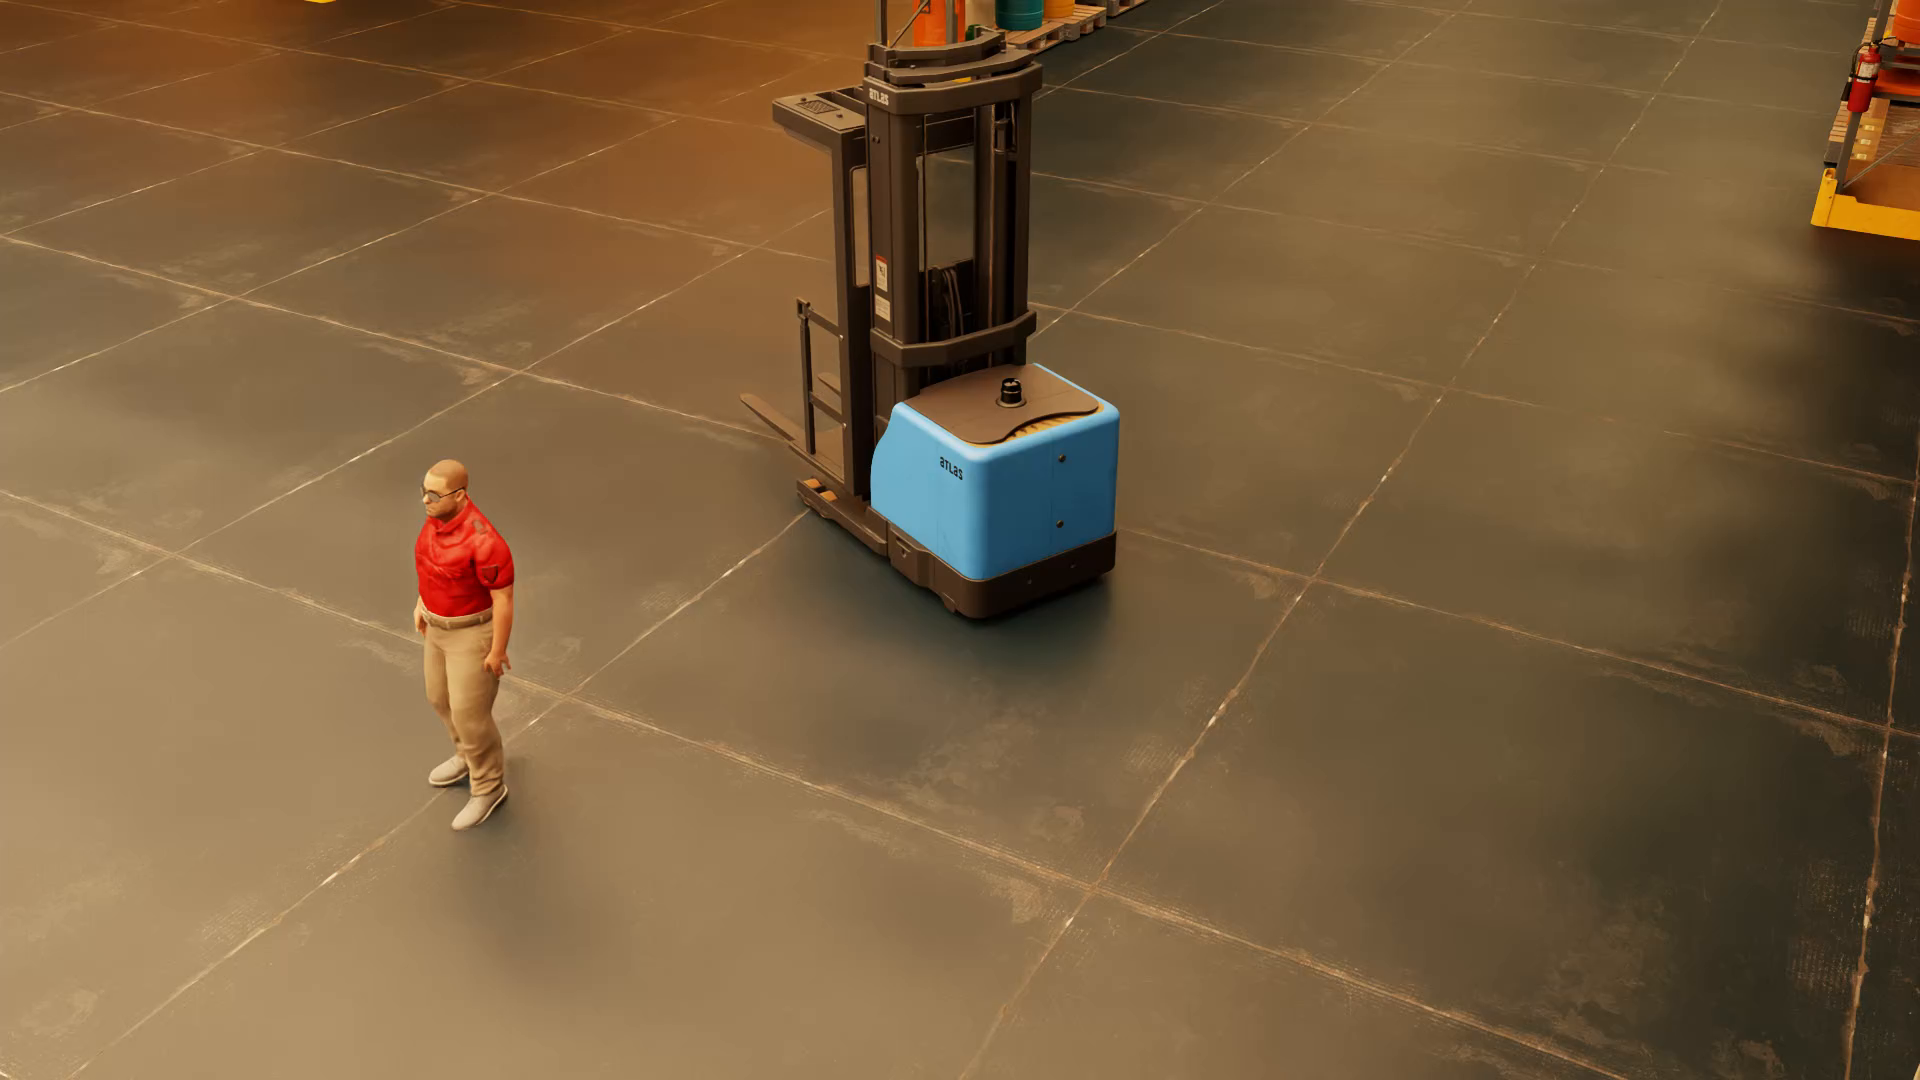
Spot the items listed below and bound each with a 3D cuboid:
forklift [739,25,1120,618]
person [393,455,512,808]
[{"bbox_3d":[-0.357,-1.527,9.716,1.130,2.935,3.031,-19,35,-30],"label":"forklift"},{"bbox_3d":[-2.323,0.430,7.513,0.551,1.727,0.640,-26,39,-37],"label":"person"}]
